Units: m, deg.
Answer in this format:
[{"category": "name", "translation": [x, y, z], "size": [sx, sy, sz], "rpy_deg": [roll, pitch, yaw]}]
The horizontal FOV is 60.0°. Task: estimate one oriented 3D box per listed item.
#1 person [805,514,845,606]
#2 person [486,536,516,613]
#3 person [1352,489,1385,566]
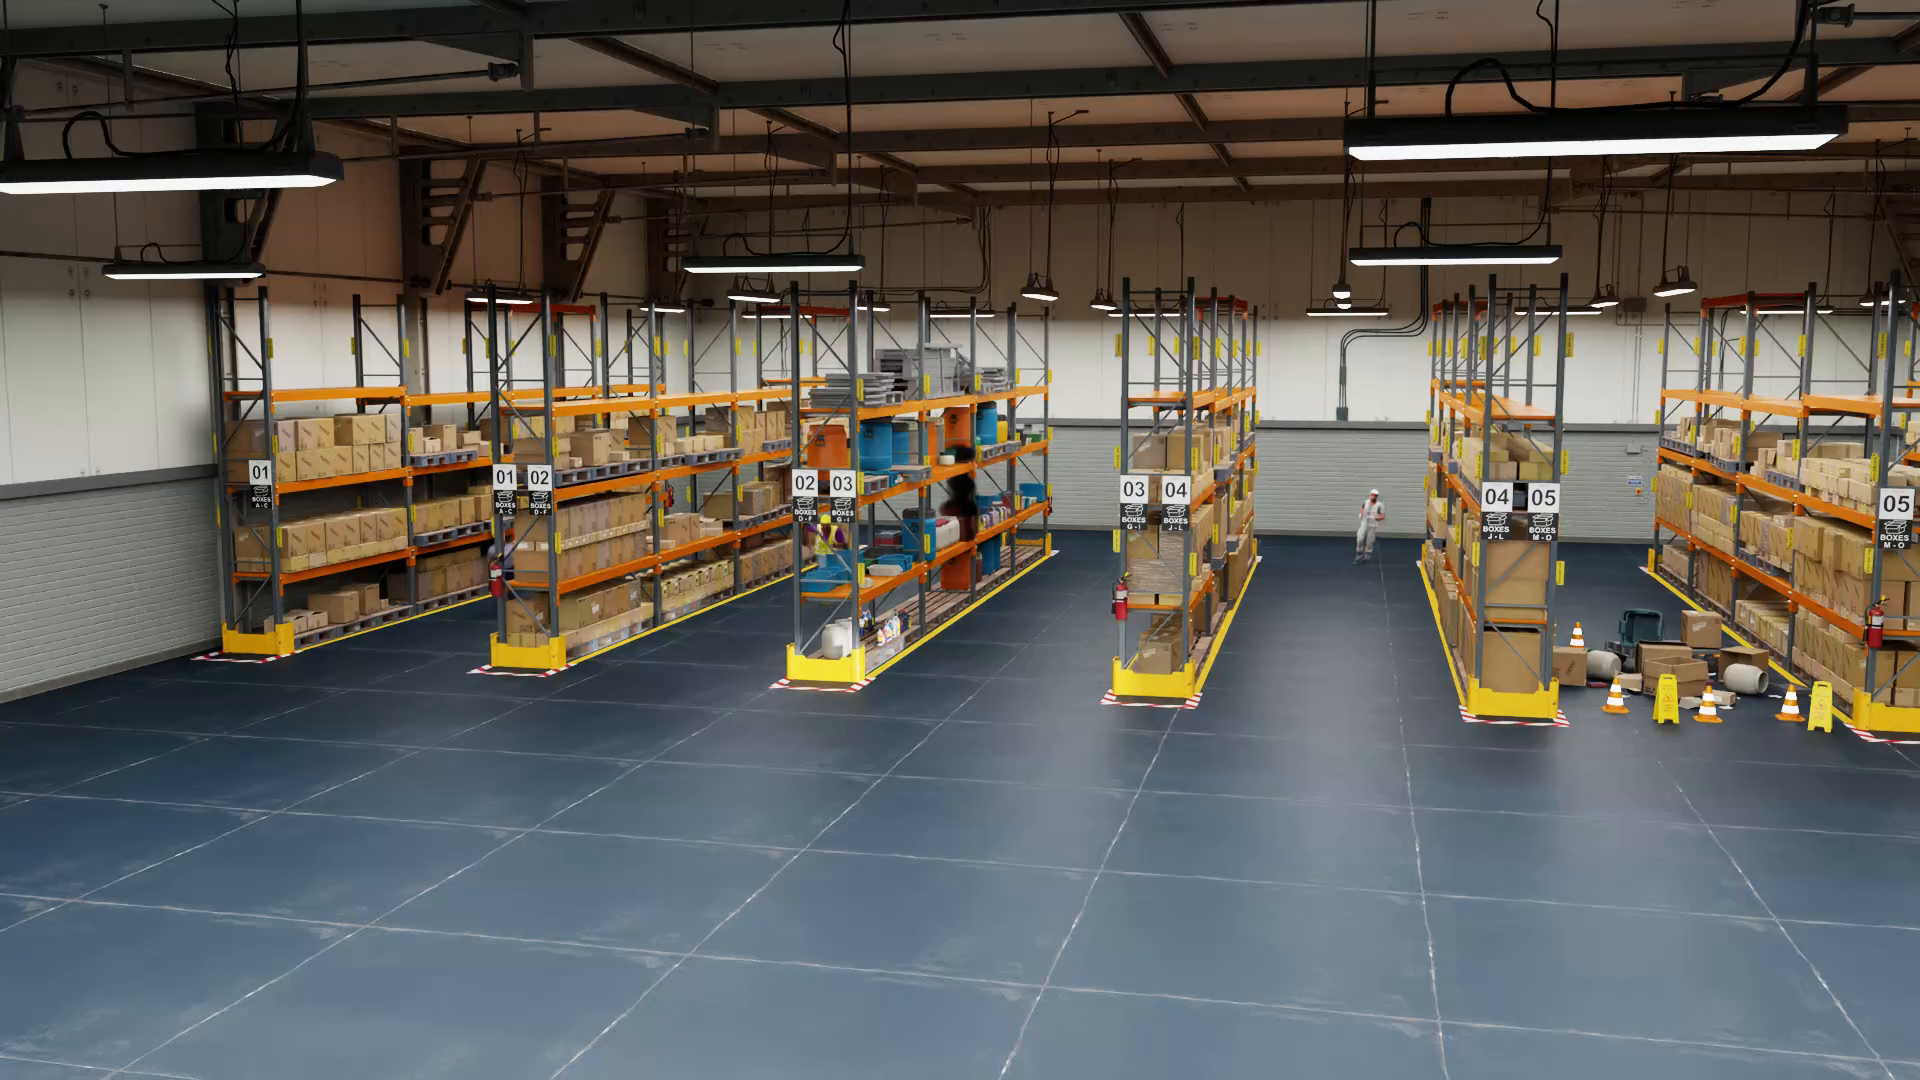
[{"category": "person", "translation": [-2.529, 0.358, 31.275], "size": [0.753, 1.745, 0.956], "rpy_deg": [0, 7, 1]}, {"category": "person", "translation": [-8.584, 0.640, 31.443], "size": [0.648, 1.590, 0.761], "rpy_deg": [-5, 8, -37]}, {"category": "person", "translation": [9.522, -0.287, 38.533], "size": [0.709, 1.809, 0.699], "rpy_deg": [4, 8, 30]}]
